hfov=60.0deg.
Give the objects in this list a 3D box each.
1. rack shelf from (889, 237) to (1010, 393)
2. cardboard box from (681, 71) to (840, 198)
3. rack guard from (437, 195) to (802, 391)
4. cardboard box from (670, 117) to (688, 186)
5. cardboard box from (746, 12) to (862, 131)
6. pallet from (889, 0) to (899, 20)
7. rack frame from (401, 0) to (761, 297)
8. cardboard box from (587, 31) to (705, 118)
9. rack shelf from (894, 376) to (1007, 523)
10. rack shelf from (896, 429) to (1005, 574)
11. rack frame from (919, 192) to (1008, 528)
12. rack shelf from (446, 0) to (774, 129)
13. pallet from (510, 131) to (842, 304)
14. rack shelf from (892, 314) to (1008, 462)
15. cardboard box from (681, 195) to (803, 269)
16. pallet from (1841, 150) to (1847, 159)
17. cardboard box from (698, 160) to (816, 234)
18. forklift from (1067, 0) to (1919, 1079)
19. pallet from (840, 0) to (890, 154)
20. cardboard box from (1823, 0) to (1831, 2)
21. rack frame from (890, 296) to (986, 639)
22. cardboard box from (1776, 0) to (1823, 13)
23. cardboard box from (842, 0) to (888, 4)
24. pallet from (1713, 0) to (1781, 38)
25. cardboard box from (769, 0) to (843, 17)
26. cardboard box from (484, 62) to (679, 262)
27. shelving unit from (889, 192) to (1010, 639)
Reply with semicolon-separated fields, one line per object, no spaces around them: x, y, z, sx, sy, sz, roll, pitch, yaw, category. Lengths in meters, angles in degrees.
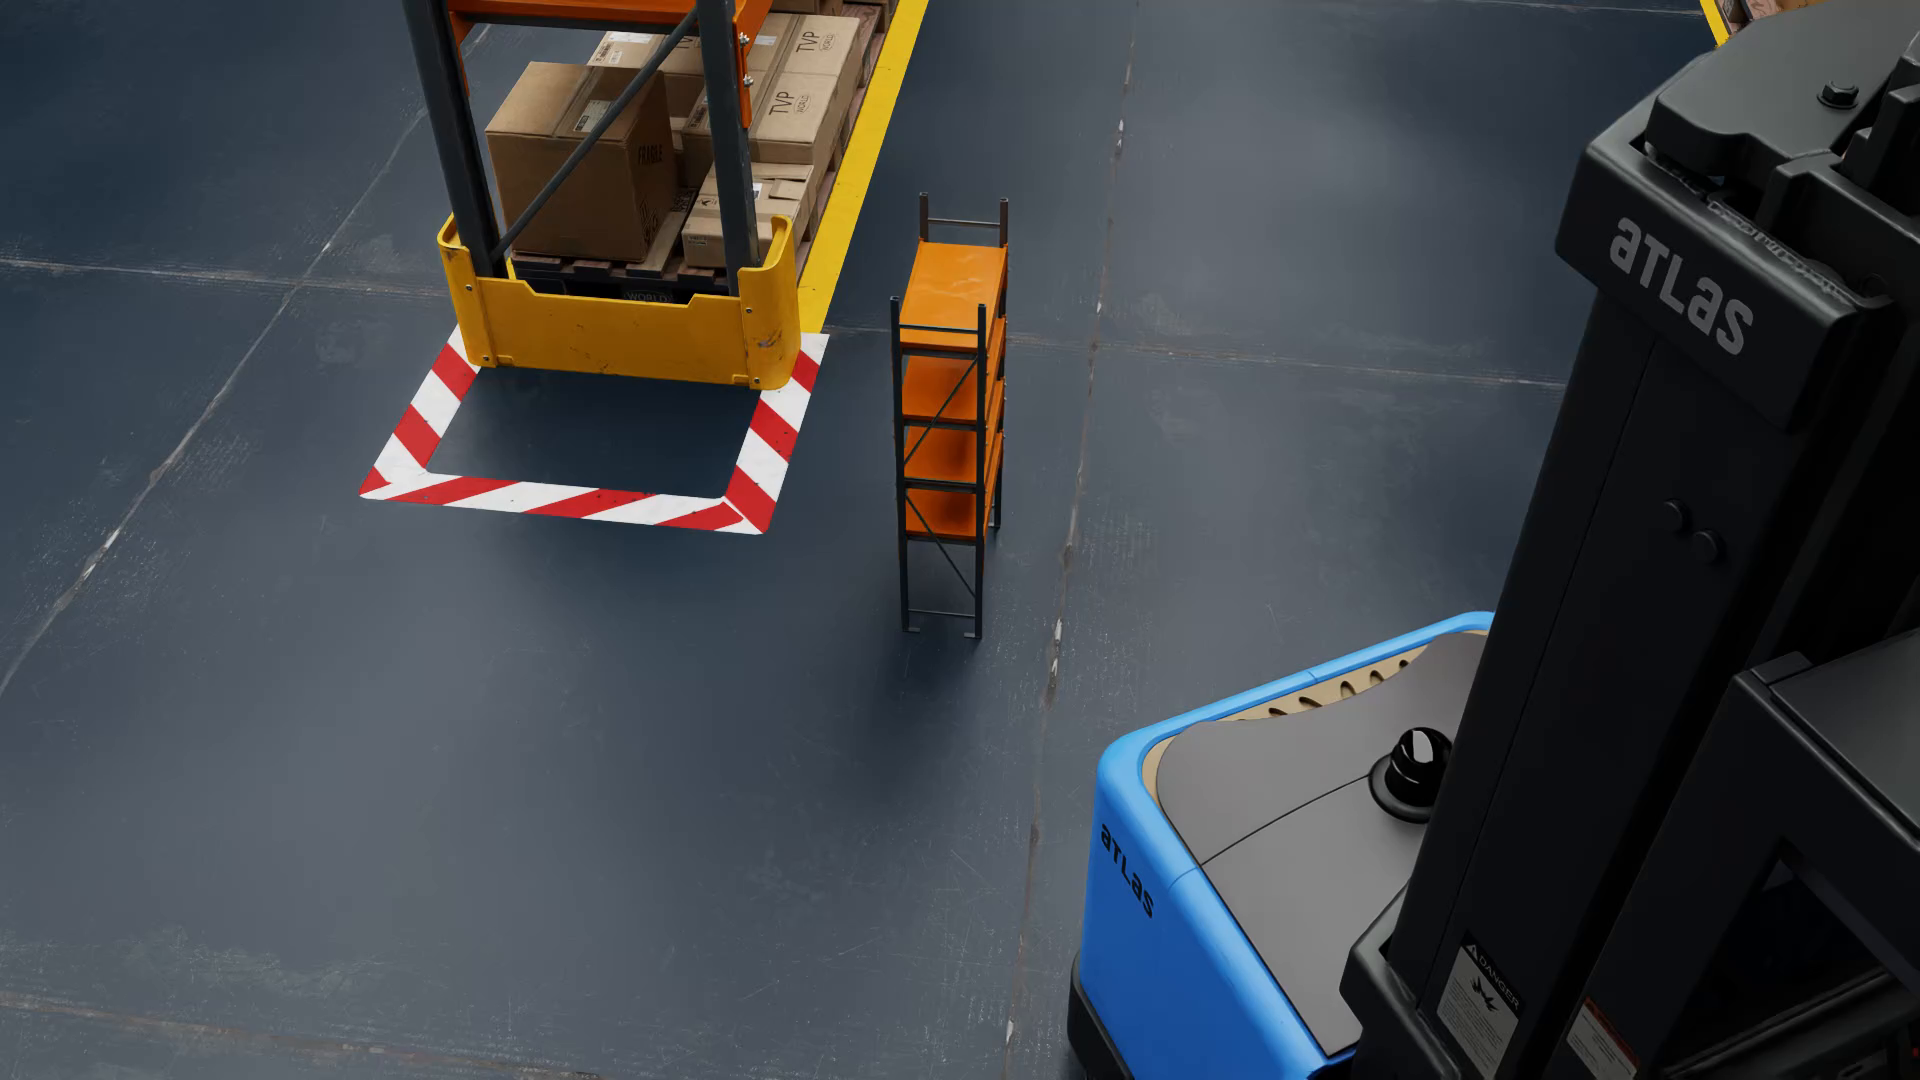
-0.022;-0.608;4.448;0.258;0.148;0.480;5;44;6;rack shelf
-0.757;-1.570;6.406;0.500;0.250;0.500;5;44;6;cardboard box
-1.166;-0.867;5.802;1.175;0.500;0.348;5;44;6;rack guard
-1.206;-1.515;6.409;0.380;0.166;0.250;5;44;6;cardboard box
-0.691;-1.911;6.766;0.500;0.250;0.500;5;44;6;cardboard box
-0.739;-2.969;8.232;1.003;0.211;1.213;5;44;6;pallet
-1.176;-1.723;4.888;1.000;3.000;0.127;5;44;6;rack frame
-1.193;-1.922;6.778;0.500;0.250;0.500;5;44;6;cardboard box
-0.022;-0.274;4.765;0.258;0.148;0.480;5;44;6;rack shelf
-0.022;-0.130;4.901;0.258;0.148;0.480;5;44;6;rack shelf
0.010;-0.489;4.894;0.240;1.200;0.015;5;44;6;rack frame
-0.912;-2.825;6.575;1.077;0.370;4.000;5;44;6;rack shelf
-1.062;-1.306;6.476;1.003;0.211;1.213;5;44;6;pallet
-0.022;-0.436;4.611;0.258;0.148;0.480;5;44;6;rack shelf
-0.780;-1.102;5.986;0.380;0.149;0.250;5;44;6;cardboard box
3.926;-1.644;6.833;1.003;0.211;1.213;5;44;6;pallet
-0.747;-1.279;6.160;0.380;0.166;0.250;5;44;6;cardboard box
1.317;0.907;2.160;1.130;2.935;3.031;-17;46;-17;forklift
-0.898;-2.135;7.351;1.003;0.211;1.213;5;44;6;pallet
3.923;-2.054;6.751;0.700;0.500;0.500;6;44;6;cardboard box
-0.054;-0.157;4.543;0.240;1.200;0.015;5;44;6;rack frame
3.993;-2.404;7.120;0.700;0.500;0.500;5;44;5;cardboard box
-0.541;-2.708;7.563;0.500;0.311;0.500;5;44;6;cardboard box
4.085;-2.478;7.713;1.003;0.211;1.213;5;44;6;pallet
-0.891;-2.422;7.122;0.797;0.503;0.637;5;44;6;cardboard box
-1.349;-1.368;6.011;0.500;0.500;0.500;5;44;6;cardboard box
-0.022;-0.323;4.718;0.258;1.200;0.503;5;44;6;shelving unit
